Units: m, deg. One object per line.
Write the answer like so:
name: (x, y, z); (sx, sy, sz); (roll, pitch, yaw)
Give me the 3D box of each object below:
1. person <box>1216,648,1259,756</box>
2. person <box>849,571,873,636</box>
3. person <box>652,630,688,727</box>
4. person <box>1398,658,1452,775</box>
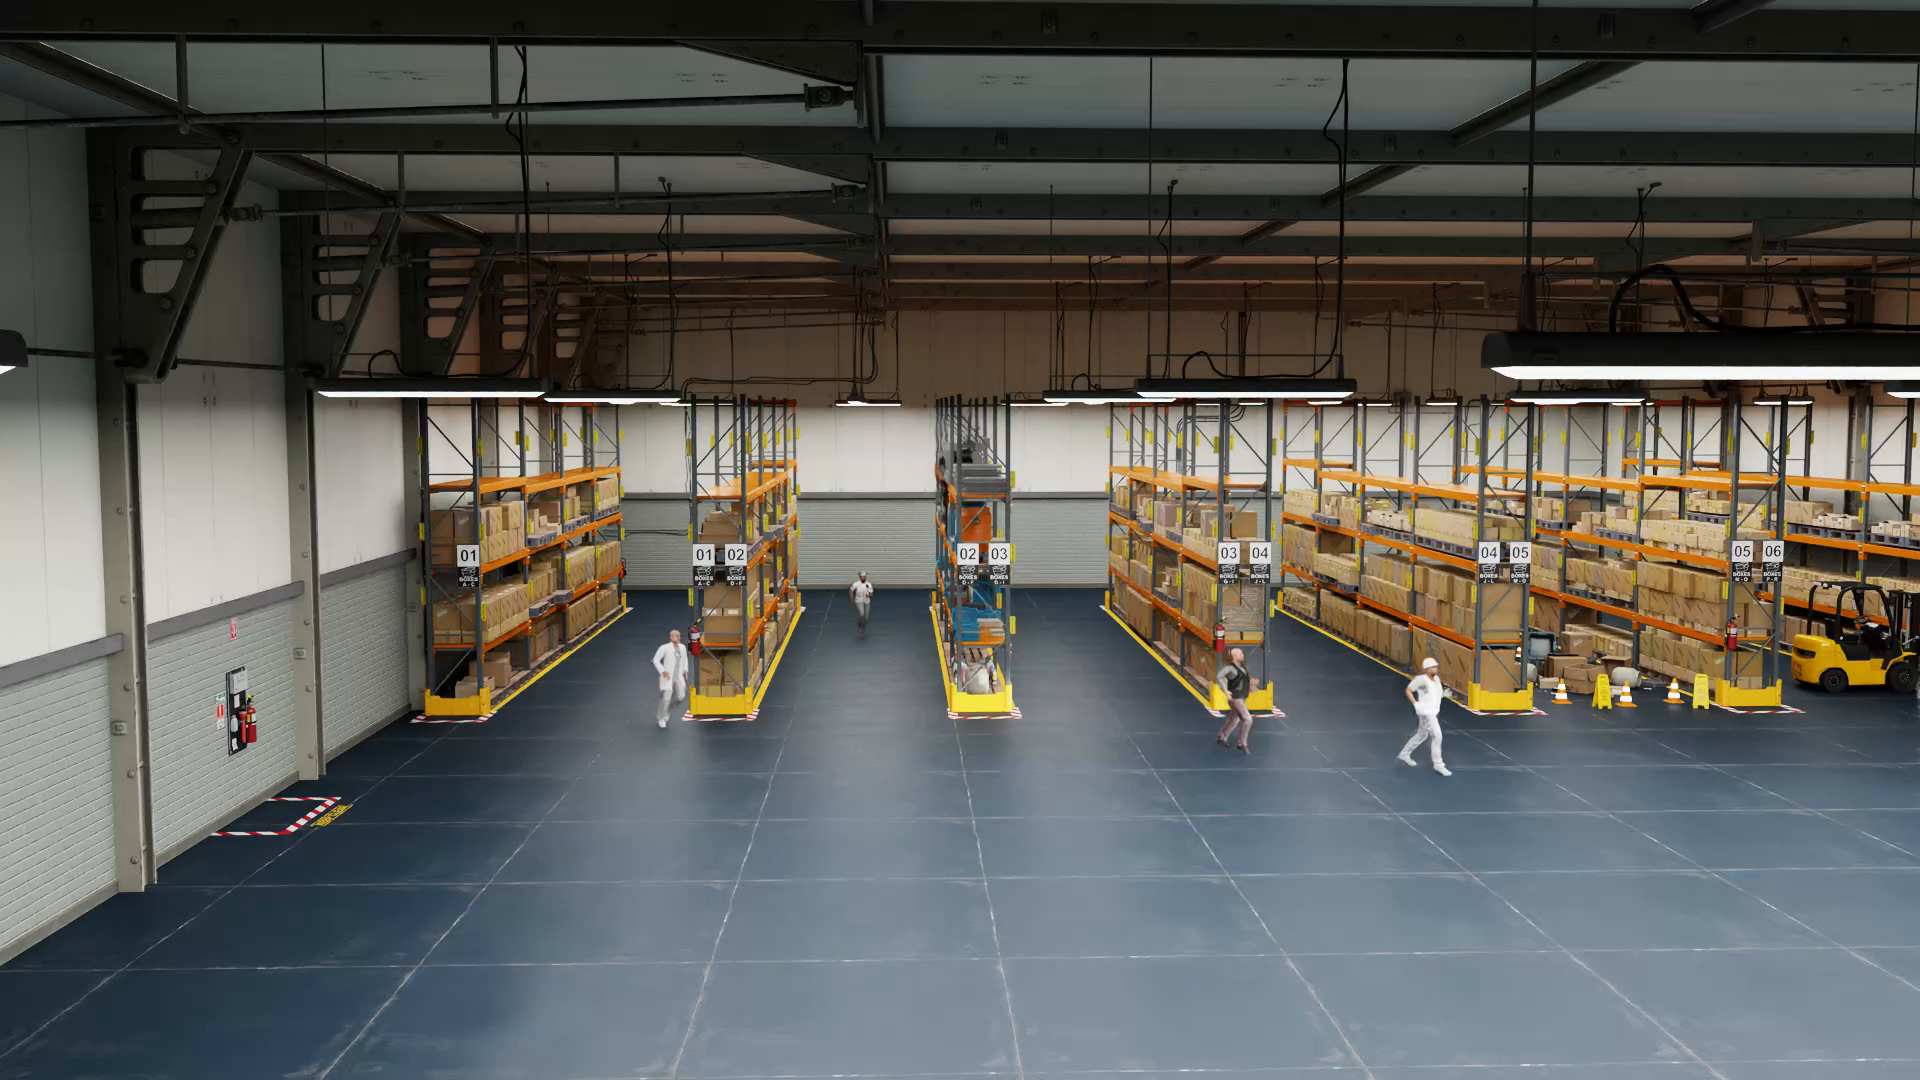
person: (4.608, 2.690, 27.678); (0.764, 1.784, 0.630); (2, 5, 29)
person: (-2.423, 1.594, 41.382); (0.542, 1.664, 0.721); (-2, 5, -19)
person: (-5.199, 2.503, 30.166); (0.772, 1.724, 0.561); (-4, 6, -40)
person: (7.381, 2.762, 26.289); (0.877, 1.827, 0.655); (3, 5, 32)
